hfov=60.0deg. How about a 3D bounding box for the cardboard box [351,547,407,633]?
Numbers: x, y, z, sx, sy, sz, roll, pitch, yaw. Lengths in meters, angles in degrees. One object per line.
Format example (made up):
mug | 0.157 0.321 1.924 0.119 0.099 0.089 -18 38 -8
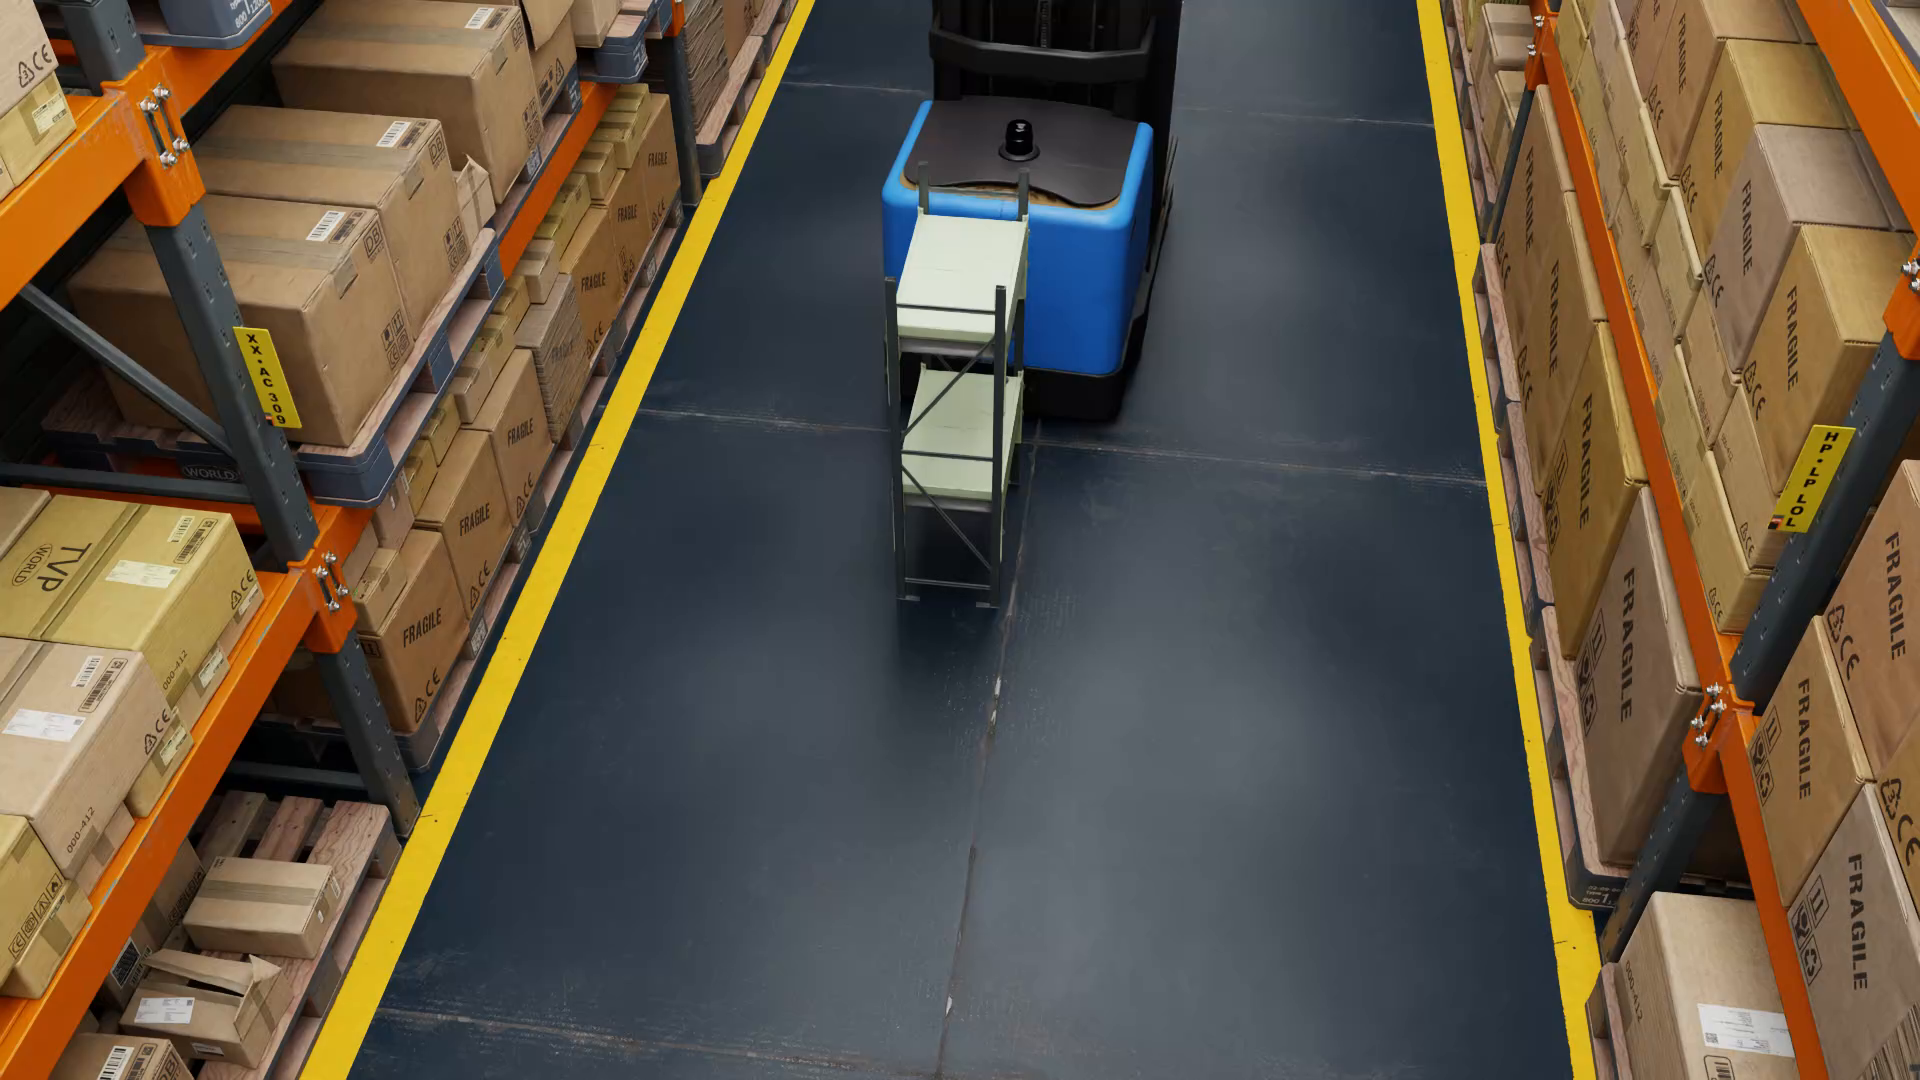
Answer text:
cardboard box | -2.056 0.144 5.457 0.380 0.149 0.250 7 44 7

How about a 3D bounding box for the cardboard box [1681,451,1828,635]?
cardboard box | 2.362 0.019 4.657 0.500 0.250 0.500 4 44 5

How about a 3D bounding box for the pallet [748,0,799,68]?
pallet | -1.528 -3.255 10.035 1.003 0.211 1.213 5 44 6

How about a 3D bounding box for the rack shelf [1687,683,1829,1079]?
rack shelf | 2.289 1.918 3.066 1.077 0.370 4.000 5 44 6

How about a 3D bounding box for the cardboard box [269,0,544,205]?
cardboard box | -1.910 -1.541 5.818 0.700 0.500 0.500 5 44 5

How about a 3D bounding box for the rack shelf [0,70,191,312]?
rack shelf | -2.632 0.380 2.509 1.077 0.370 4.000 5 44 6

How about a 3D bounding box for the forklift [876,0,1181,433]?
forklift | 8.818 -0.055 4.528 19.036 3.140 6.910 8 44 9

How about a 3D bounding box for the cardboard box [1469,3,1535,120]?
cardboard box | 3.256 -2.519 8.834 0.950 0.372 0.625 4 44 5

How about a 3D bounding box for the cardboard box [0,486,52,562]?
cardboard box | -2.701 0.104 4.351 0.500 0.250 0.500 5 44 5

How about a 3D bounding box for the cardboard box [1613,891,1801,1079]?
cardboard box | 2.364 1.489 4.554 0.875 0.438 0.875 5 44 5

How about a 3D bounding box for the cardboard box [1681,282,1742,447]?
cardboard box | 2.429 -0.498 4.839 0.500 0.250 0.500 6 44 7

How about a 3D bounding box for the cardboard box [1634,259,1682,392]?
cardboard box | 2.516 -0.670 5.385 0.500 0.250 0.500 4 44 4

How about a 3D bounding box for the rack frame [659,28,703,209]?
rack frame | -1.839 -2.881 7.611 1.000 3.000 0.127 5 44 6

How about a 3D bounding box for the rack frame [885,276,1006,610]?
rack frame | -0.048 -0.300 5.976 0.400 1.500 0.023 5 44 6

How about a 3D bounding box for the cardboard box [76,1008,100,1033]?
cardboard box | -2.747 1.452 4.803 0.380 0.149 0.250 5 44 5

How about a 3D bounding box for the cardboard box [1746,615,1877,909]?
cardboard box | 2.231 0.553 3.912 0.500 0.500 0.500 7 44 7

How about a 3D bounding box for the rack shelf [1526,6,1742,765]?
rack shelf | 2.817 -0.809 5.945 1.077 0.370 4.000 5 44 6

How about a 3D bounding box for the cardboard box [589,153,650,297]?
cardboard box | -1.758 -1.478 7.642 0.500 0.500 0.500 5 44 5

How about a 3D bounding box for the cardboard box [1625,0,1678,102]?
cardboard box | 2.634 -1.828 5.699 0.500 0.500 0.500 6 44 7

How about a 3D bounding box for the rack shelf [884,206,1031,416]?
rack shelf | 0.001 -0.833 5.971 0.431 0.370 0.720 5 44 6

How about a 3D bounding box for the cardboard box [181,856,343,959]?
cardboard box | -2.150 1.134 5.139 0.380 0.149 0.250 4 44 4

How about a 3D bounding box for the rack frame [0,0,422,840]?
rack frame | -2.368 -0.155 4.732 1.000 3.000 0.127 5 44 6

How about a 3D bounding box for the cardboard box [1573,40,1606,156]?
cardboard box | 2.717 -1.716 6.490 0.500 0.250 0.500 4 44 4

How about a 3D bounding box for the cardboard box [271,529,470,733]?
cardboard box | -2.081 0.291 5.774 0.500 0.500 0.500 7 44 7

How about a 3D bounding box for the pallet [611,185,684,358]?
pallet | -1.975 -1.363 8.036 1.003 0.211 1.213 5 44 6

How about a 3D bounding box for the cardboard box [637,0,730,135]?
cardboard box | -1.743 -2.595 8.731 0.875 0.625 0.625 7 44 7

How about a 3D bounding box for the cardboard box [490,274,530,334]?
cardboard box | -1.939 -0.938 6.600 0.380 0.149 0.250 5 44 6

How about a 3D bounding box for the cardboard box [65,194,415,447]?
cardboard box | -2.082 -0.653 4.880 0.700 0.500 0.500 6 44 7

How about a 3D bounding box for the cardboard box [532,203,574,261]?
cardboard box | -1.849 -1.292 6.974 0.380 0.149 0.250 5 44 5

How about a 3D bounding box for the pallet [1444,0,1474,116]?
pallet | 3.350 -2.782 9.534 1.003 0.211 1.213 5 44 6

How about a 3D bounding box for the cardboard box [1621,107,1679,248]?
cardboard box | 2.542 -1.202 5.583 0.500 0.250 0.500 6 44 6

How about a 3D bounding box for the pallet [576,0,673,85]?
pallet | -1.859 -2.343 7.183 1.213 0.211 1.003 5 44 6

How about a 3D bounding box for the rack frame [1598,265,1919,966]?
rack frame | 2.553 0.293 4.259 1.000 3.000 0.127 5 44 6

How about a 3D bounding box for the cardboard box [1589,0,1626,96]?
cardboard box | 2.701 -1.885 6.304 0.500 0.250 0.500 6 44 7

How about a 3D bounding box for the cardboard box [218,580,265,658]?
cardboard box | -2.159 0.176 4.565 0.380 0.149 0.250 6 44 6

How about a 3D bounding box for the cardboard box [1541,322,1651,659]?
cardboard box | 2.667 -0.134 5.950 0.875 0.875 0.875 6 44 7

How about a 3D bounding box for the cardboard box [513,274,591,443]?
cardboard box | -1.875 -0.766 6.890 0.500 0.500 0.500 4 44 4

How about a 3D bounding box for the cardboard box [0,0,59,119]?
cardboard box | -2.183 -0.946 3.279 0.500 0.250 0.500 5 44 6

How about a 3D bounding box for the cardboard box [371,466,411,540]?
cardboard box | -2.070 -0.145 5.546 0.380 0.149 0.250 3 44 3

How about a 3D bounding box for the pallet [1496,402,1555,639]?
pallet | 2.739 -0.061 6.661 1.003 0.211 1.213 5 44 6

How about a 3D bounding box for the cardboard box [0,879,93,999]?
cardboard box | -2.250 0.888 3.813 0.380 0.149 0.250 5 44 5

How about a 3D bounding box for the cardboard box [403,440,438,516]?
cardboard box | -2.074 -0.228 5.850 0.380 0.149 0.250 3 44 3

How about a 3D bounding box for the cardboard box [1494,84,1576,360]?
cardboard box | 2.908 -1.351 7.235 0.875 0.875 0.875 5 44 5

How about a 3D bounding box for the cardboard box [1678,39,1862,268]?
cardboard box | 2.511 -1.130 4.962 0.500 0.500 0.500 6 44 7

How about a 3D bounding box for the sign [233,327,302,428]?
sign | -1.829 -0.426 4.388 0.100 0.325 0.005 5 44 6

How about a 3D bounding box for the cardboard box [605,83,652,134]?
cardboard box | -1.653 -2.002 7.724 0.380 0.149 0.250 3 44 3

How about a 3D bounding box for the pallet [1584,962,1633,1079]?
pallet | 2.375 1.817 4.678 1.003 0.211 1.213 5 44 6

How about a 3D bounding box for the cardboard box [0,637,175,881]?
cardboard box | -2.245 0.503 3.930 0.500 0.250 0.500 5 44 6

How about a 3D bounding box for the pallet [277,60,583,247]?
pallet | -2.091 -1.486 6.277 1.003 0.211 1.213 5 44 6

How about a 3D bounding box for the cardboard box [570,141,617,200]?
cardboard box | -1.737 -1.638 7.339 0.380 0.149 0.250 4 44 4

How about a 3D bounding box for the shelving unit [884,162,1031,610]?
shelving unit | 0.001 -0.549 6.239 0.431 1.500 0.755 5 44 6

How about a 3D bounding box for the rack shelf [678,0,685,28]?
rack shelf | -1.574 -3.983 9.298 1.077 0.370 4.000 5 44 6

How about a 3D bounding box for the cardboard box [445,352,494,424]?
cardboard box | -1.981 -0.583 6.225 0.380 0.149 0.250 5 44 5
